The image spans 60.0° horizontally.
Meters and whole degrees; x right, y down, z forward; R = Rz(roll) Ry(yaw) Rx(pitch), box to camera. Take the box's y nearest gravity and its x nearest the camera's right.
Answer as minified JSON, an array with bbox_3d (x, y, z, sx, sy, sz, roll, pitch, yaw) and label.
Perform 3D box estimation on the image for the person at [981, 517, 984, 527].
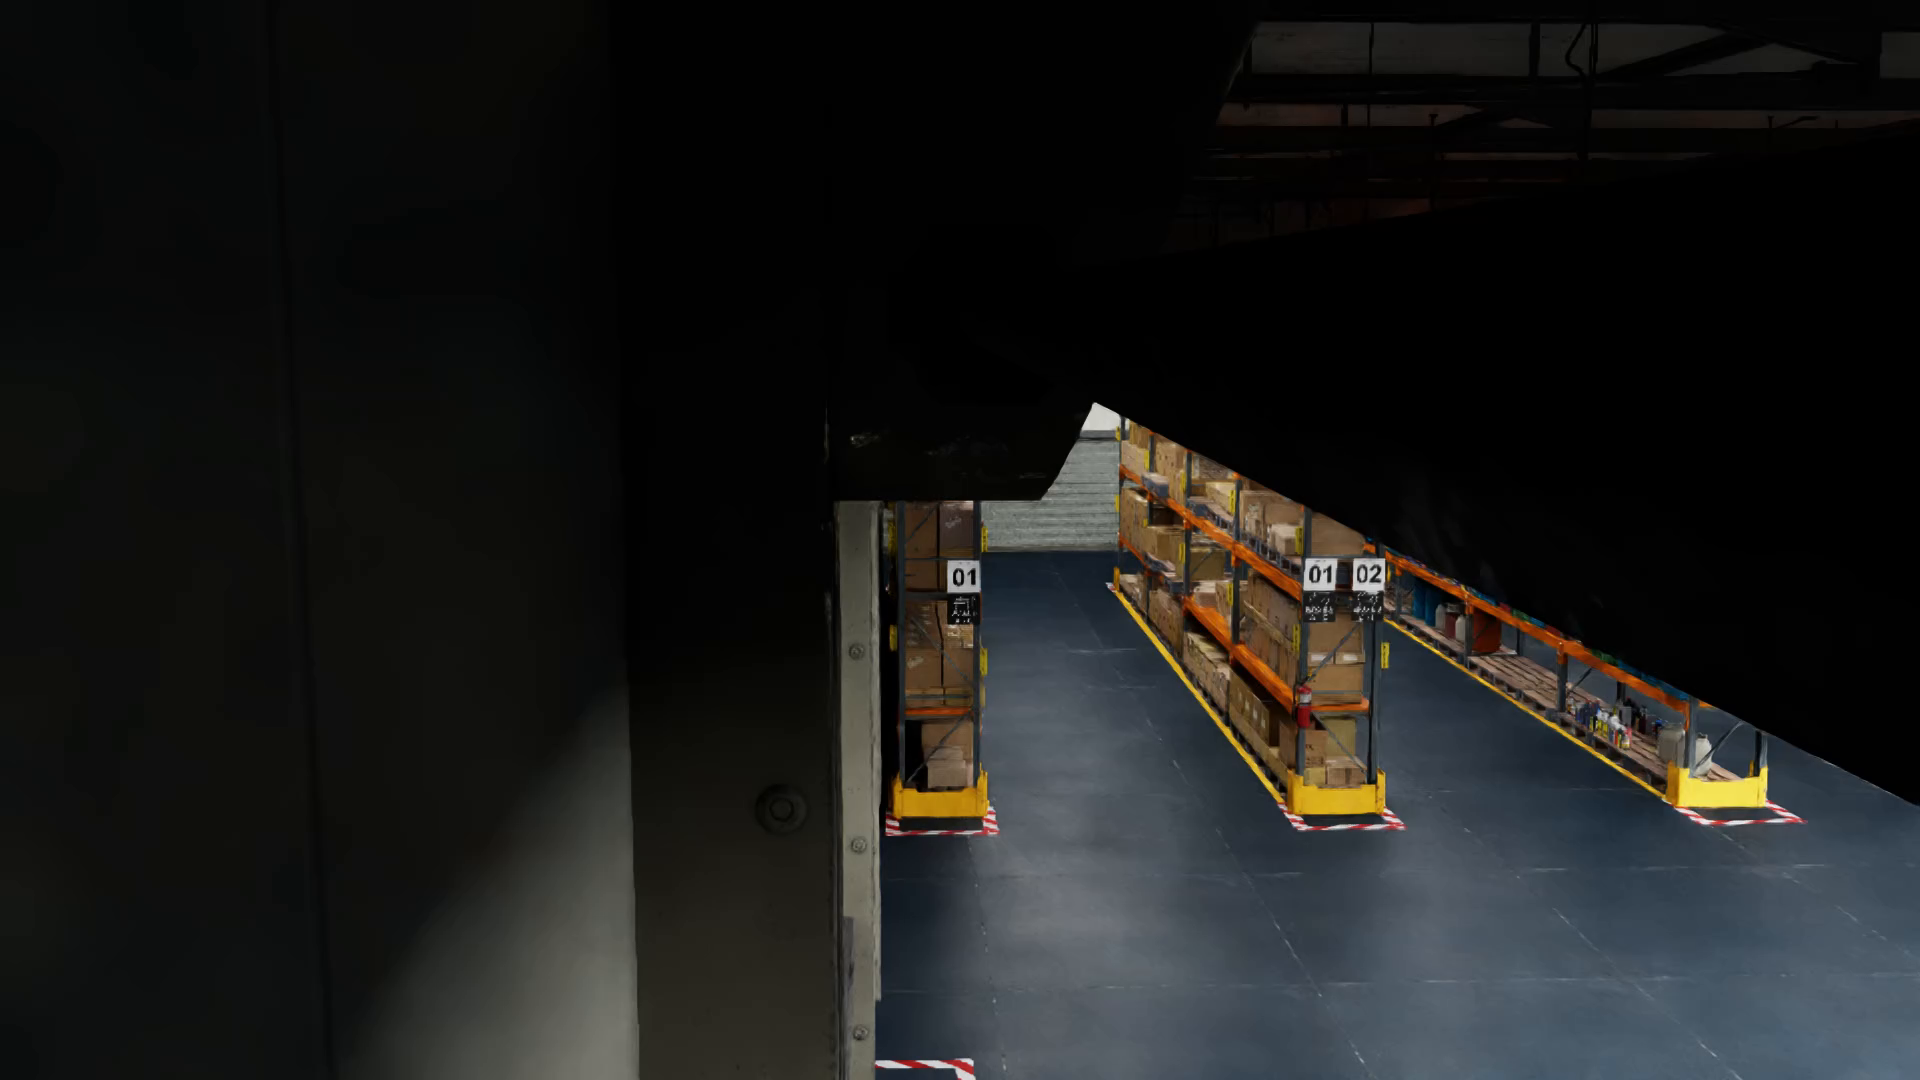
[{"bbox_3d":[0.207,-0.015,38.320,0.704,1.706,0.791,0,8,2],"label":"person"}]
